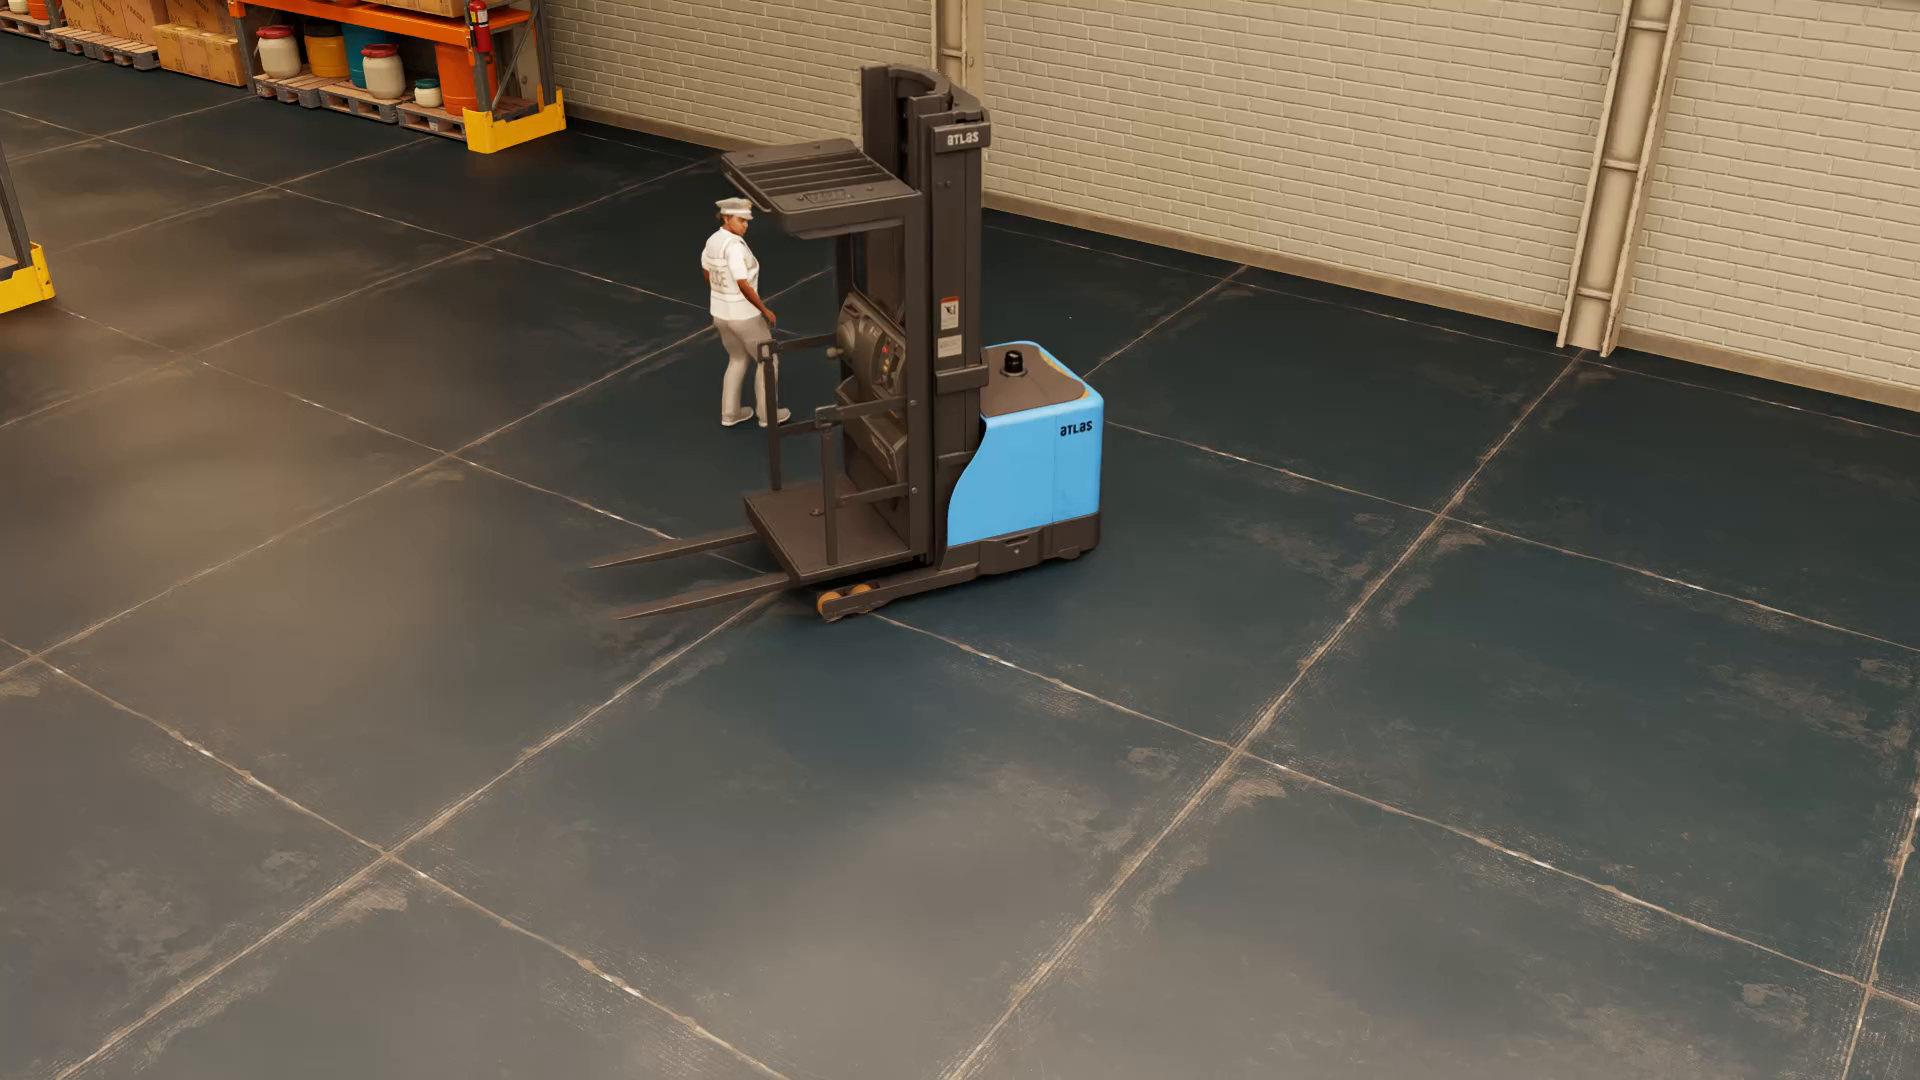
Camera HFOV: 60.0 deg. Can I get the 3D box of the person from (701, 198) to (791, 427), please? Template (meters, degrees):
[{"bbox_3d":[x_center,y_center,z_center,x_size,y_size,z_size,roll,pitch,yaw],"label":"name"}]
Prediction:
[{"bbox_3d":[-1.509,-1.587,11.598,0.479,1.650,0.653,-26,39,-37],"label":"person"}]

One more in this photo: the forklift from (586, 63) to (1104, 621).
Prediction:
[{"bbox_3d":[-0.694,-1.098,9.472,3.031,2.935,1.130,-13,33,-21],"label":"forklift"}]
